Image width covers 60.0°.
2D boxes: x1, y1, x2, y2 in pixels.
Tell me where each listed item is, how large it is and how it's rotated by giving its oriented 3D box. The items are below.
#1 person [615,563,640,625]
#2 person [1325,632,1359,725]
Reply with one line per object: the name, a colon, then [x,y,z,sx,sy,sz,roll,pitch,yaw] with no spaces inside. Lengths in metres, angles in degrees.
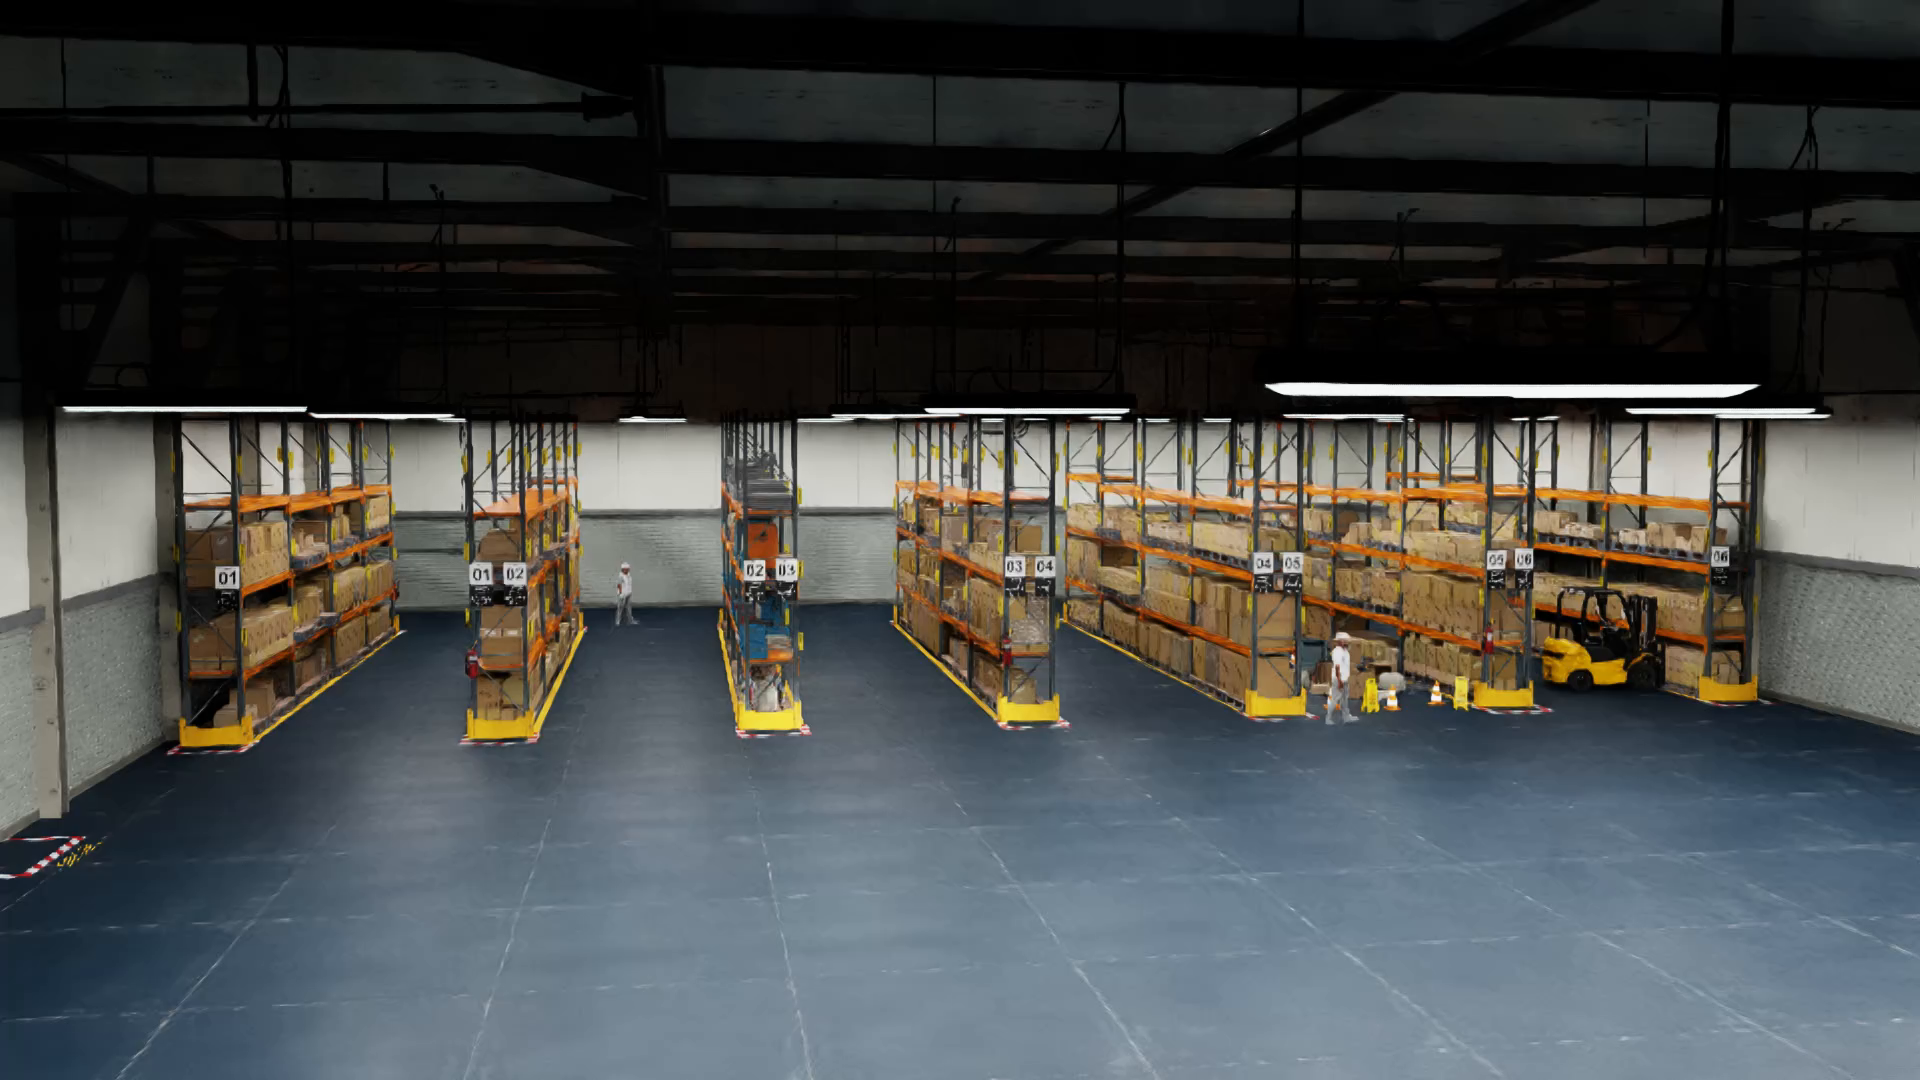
person: [-9.503,1.523,47.261,0.508,1.780,0.698,2,4,22]
person: [7.270,2.620,31.659,0.534,1.758,0.723,2,4,25]
